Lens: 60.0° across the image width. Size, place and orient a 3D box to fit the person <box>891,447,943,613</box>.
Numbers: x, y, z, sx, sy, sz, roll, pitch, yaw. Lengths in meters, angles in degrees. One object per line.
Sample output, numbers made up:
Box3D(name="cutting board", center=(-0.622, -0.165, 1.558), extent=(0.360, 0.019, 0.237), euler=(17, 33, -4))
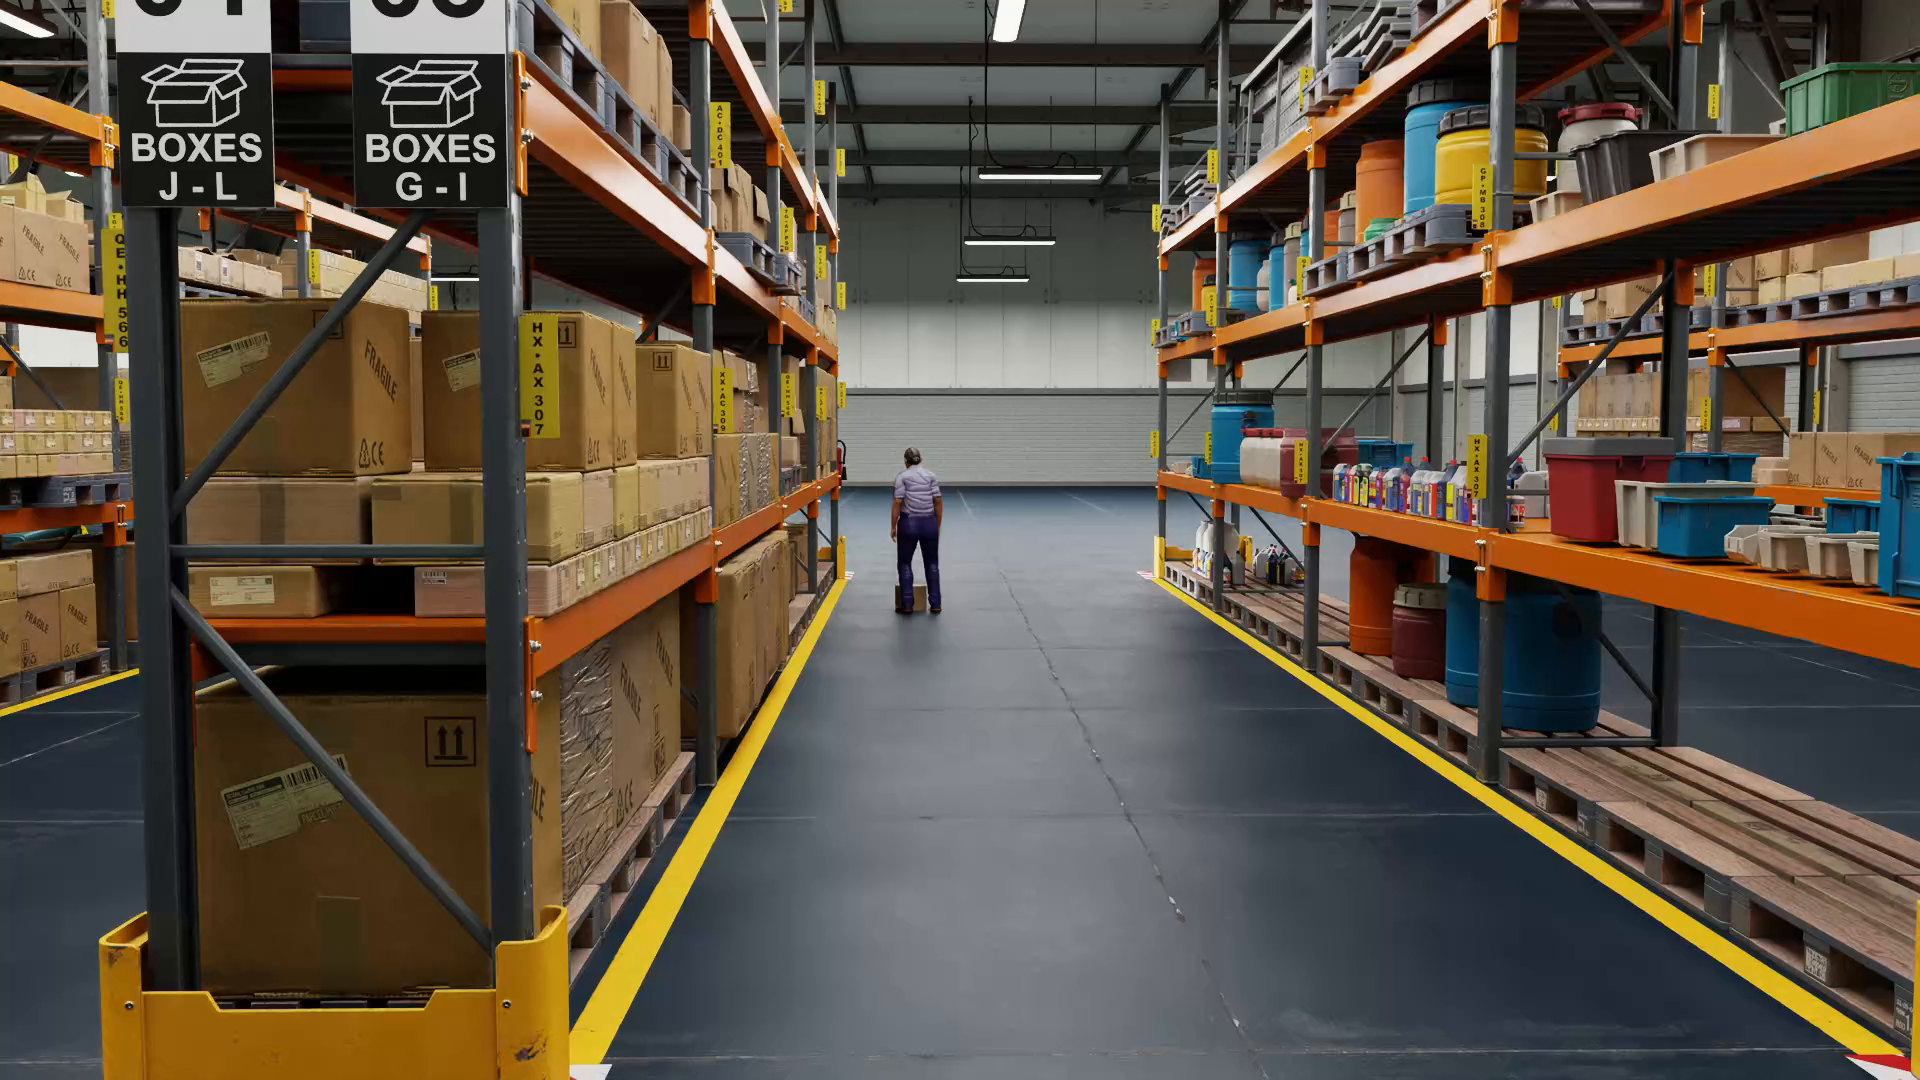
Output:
Box3D(name="person", center=(-0.419, -0.101, 16.557), extent=(0.555, 1.652, 0.366), euler=(-1, 4, -19))
